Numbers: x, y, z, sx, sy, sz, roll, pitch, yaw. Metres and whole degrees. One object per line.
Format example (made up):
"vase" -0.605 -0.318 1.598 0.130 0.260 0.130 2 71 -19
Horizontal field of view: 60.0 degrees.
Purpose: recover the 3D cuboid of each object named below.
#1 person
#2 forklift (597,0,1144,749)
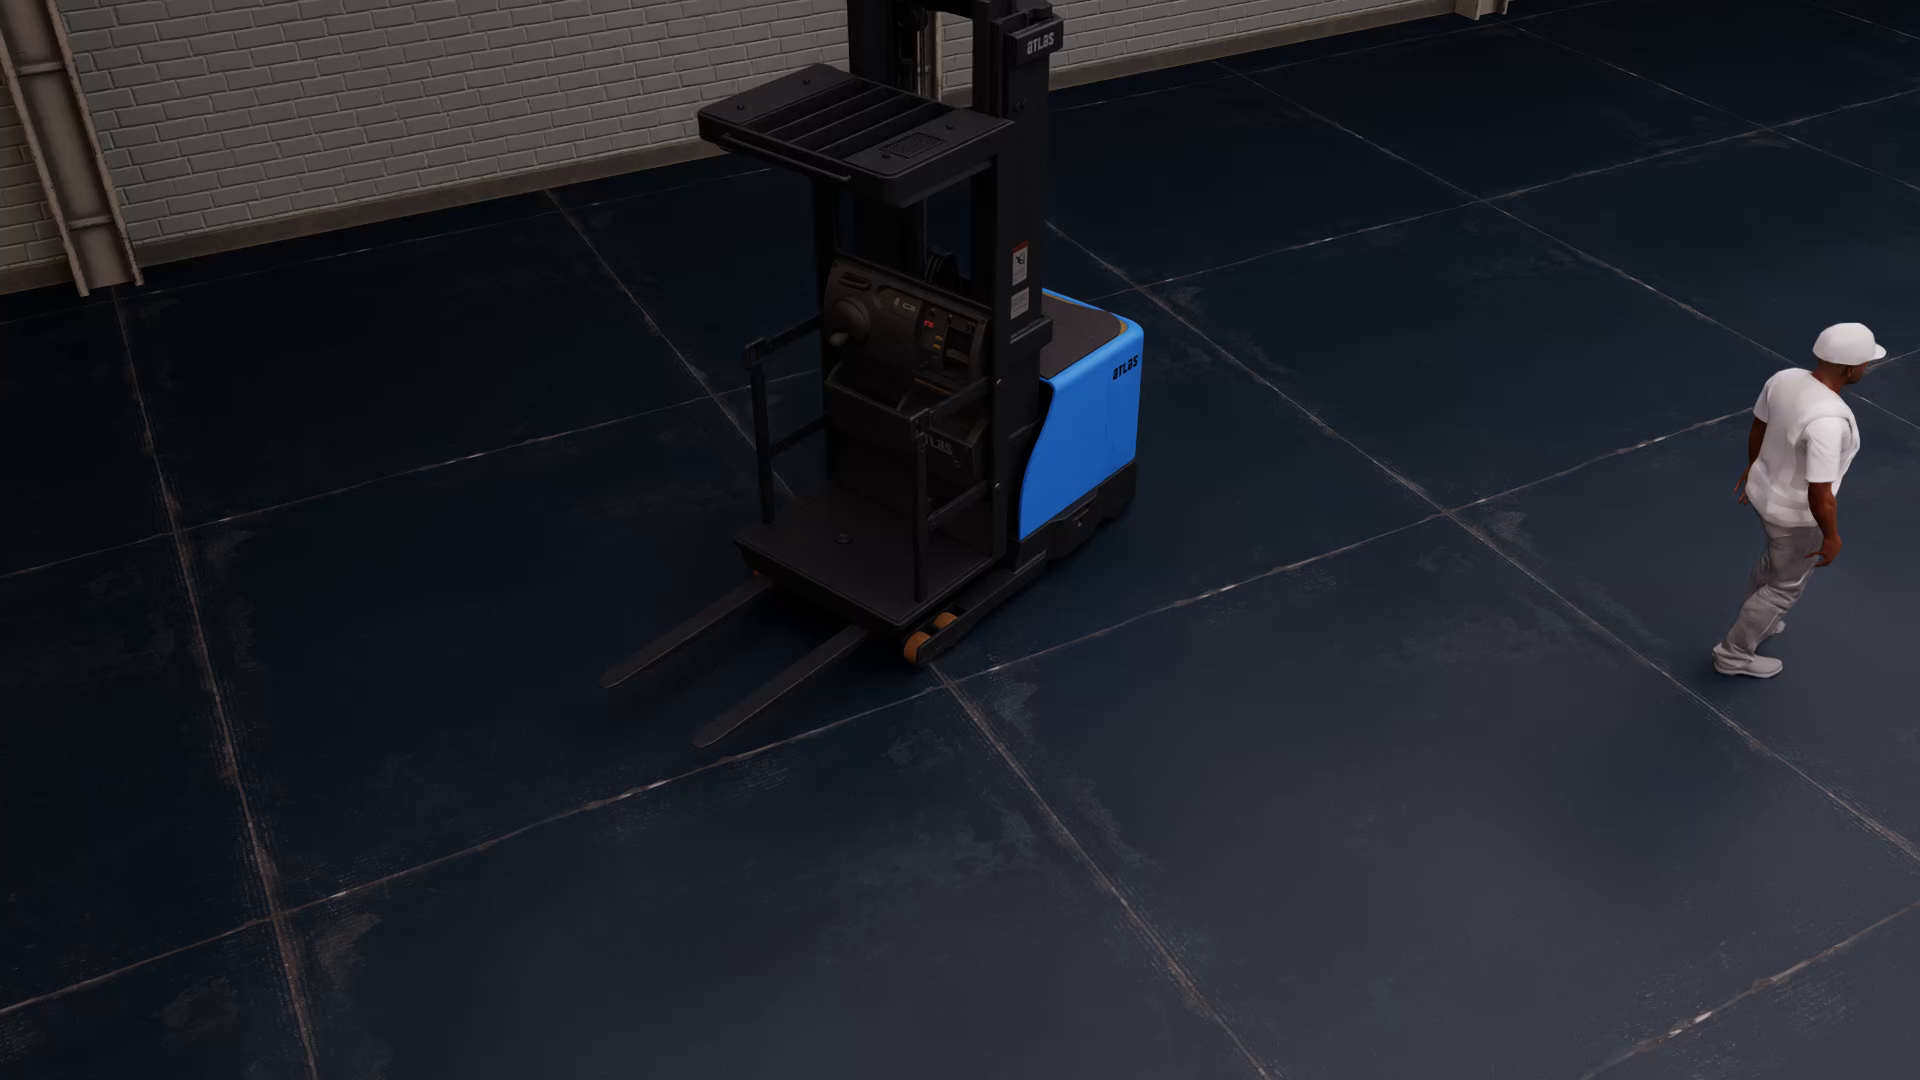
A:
"person" 3.772 -0.150 7.401 0.522 1.796 0.661 1 35 1
"forklift" -0.390 -0.927 7.434 1.130 2.935 3.031 26 43 31
